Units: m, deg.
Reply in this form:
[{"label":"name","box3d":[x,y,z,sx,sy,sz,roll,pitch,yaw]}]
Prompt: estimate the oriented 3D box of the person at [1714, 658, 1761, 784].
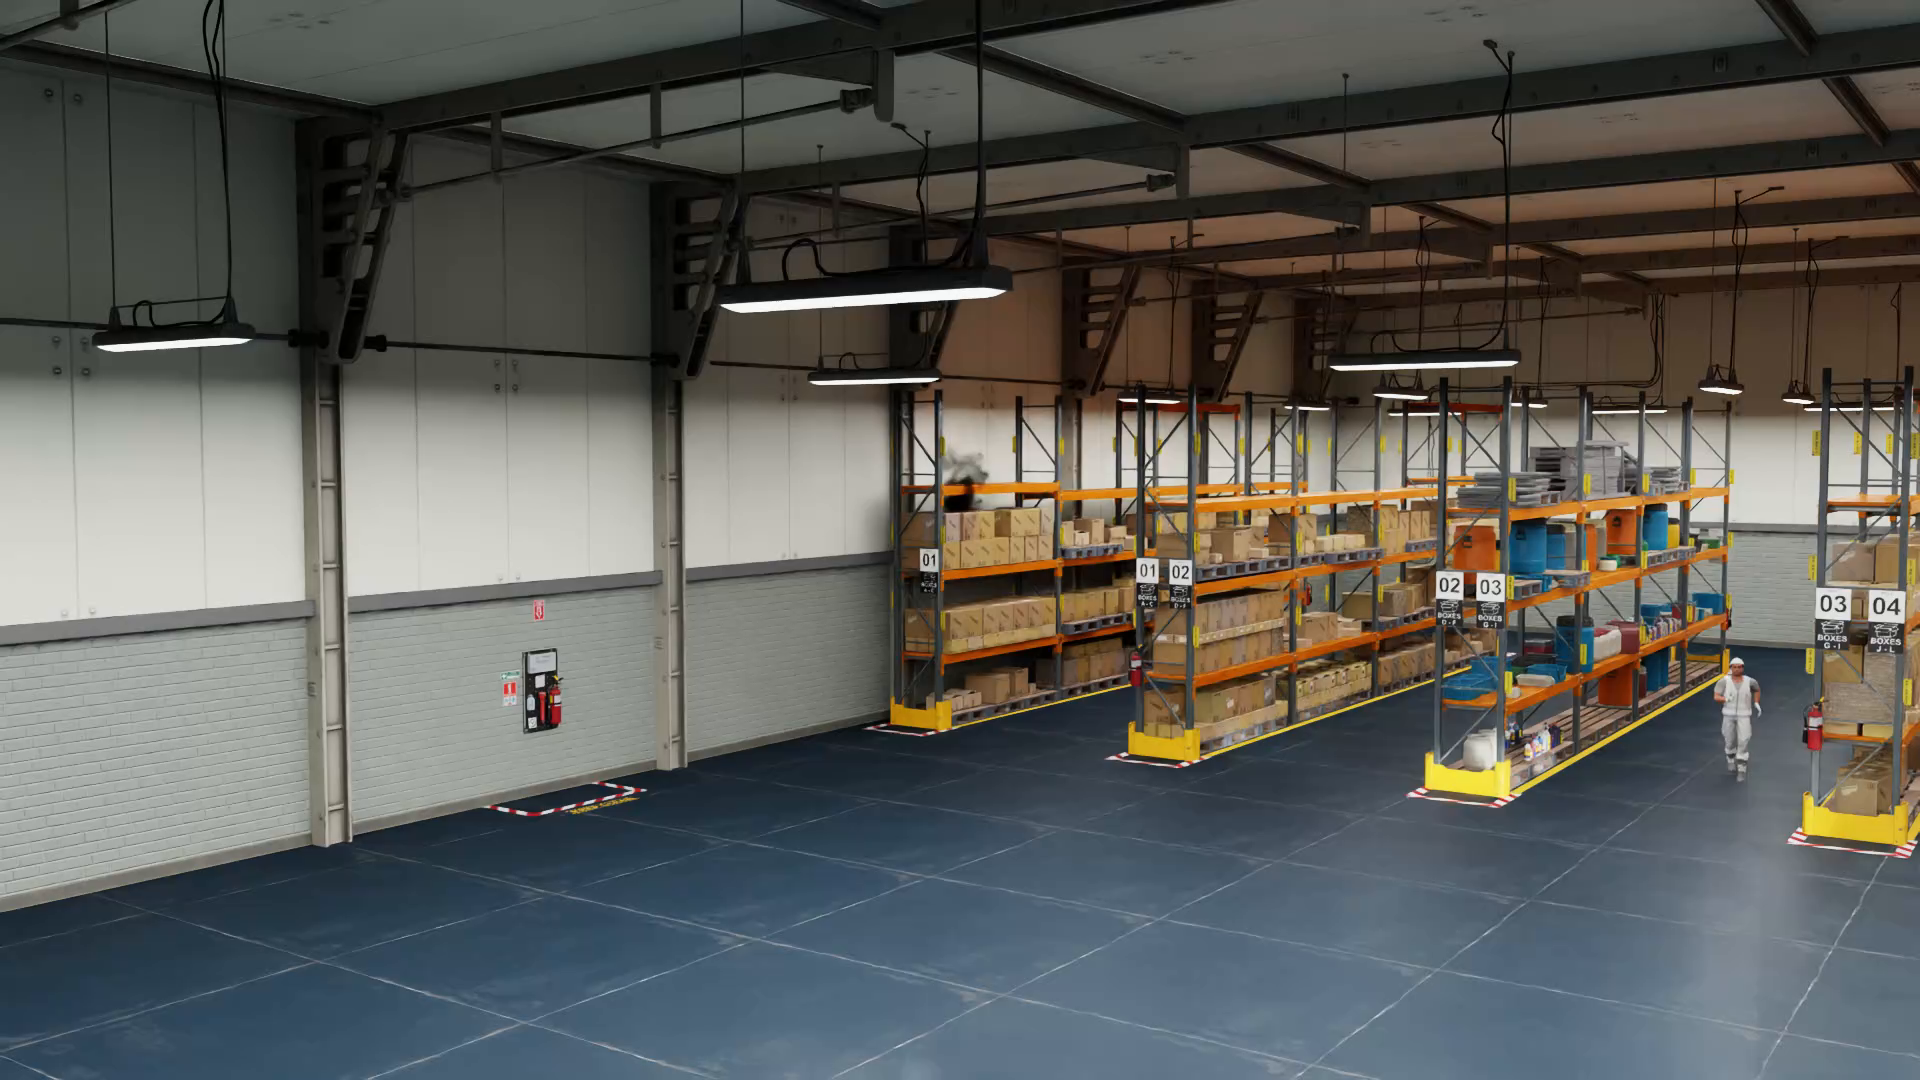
[{"label":"person","box3d":[11.689,2.682,25.025,0.641,1.834,0.855,2,4,27]}]
